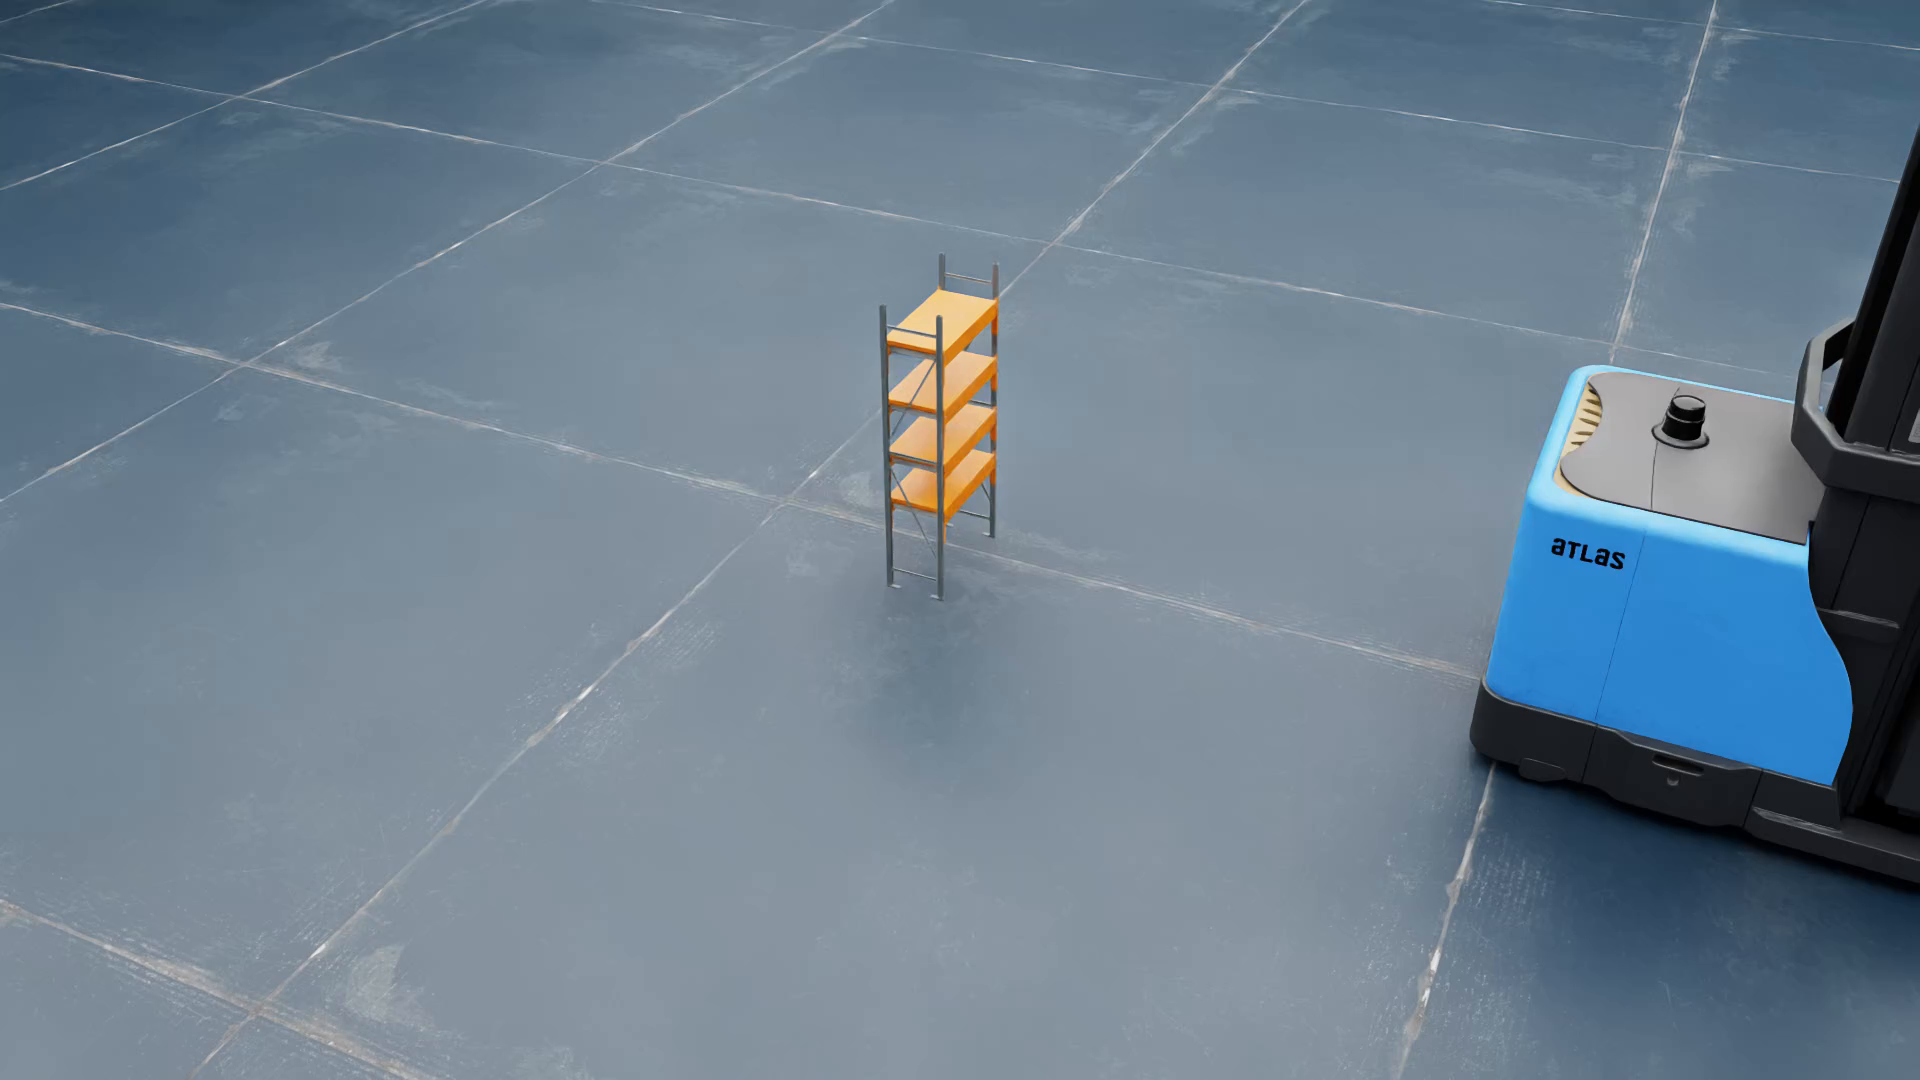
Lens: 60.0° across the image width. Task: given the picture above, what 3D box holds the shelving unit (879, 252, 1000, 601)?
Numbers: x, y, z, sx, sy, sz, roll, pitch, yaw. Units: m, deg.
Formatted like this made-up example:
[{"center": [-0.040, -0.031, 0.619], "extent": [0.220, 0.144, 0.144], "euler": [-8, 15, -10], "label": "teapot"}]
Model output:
[{"center": [-0.069, -0.419, 6.295], "extent": [0.258, 1.200, 0.503], "euler": [14, 36, 20], "label": "shelving unit"}]

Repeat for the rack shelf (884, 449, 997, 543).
[{"center": [-0.069, -0.197, 6.441], "extent": [0.258, 0.148, 0.480], "euler": [14, 36, 20], "label": "rack shelf"}]

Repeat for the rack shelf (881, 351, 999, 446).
[{"center": [-0.069, -0.550, 6.210], "extent": [0.258, 0.148, 0.480], "euler": [14, 36, 20], "label": "rack shelf"}]

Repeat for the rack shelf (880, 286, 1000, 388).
[{"center": [-0.069, -0.748, 6.080], "extent": [0.258, 0.148, 0.480], "euler": [14, 36, 20], "label": "rack shelf"}]

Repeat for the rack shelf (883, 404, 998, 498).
[{"center": [-0.069, -0.363, 6.332], "extent": [0.258, 0.148, 0.480], "euler": [14, 36, 20], "label": "rack shelf"}]

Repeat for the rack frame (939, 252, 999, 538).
[{"center": [0.033, -0.541, 6.481], "extent": [0.240, 1.200, 0.015], "euler": [14, 36, 20], "label": "rack frame"}]

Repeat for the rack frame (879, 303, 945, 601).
[{"center": [-0.171, -0.298, 6.110], "extent": [0.240, 1.200, 0.015], "euler": [14, 36, 20], "label": "rack frame"}]

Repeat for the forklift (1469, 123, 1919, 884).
[{"center": [3.272, -0.363, 4.631], "extent": [3.031, 2.935, 1.130], "euler": [15, 36, 21], "label": "forklift"}]
